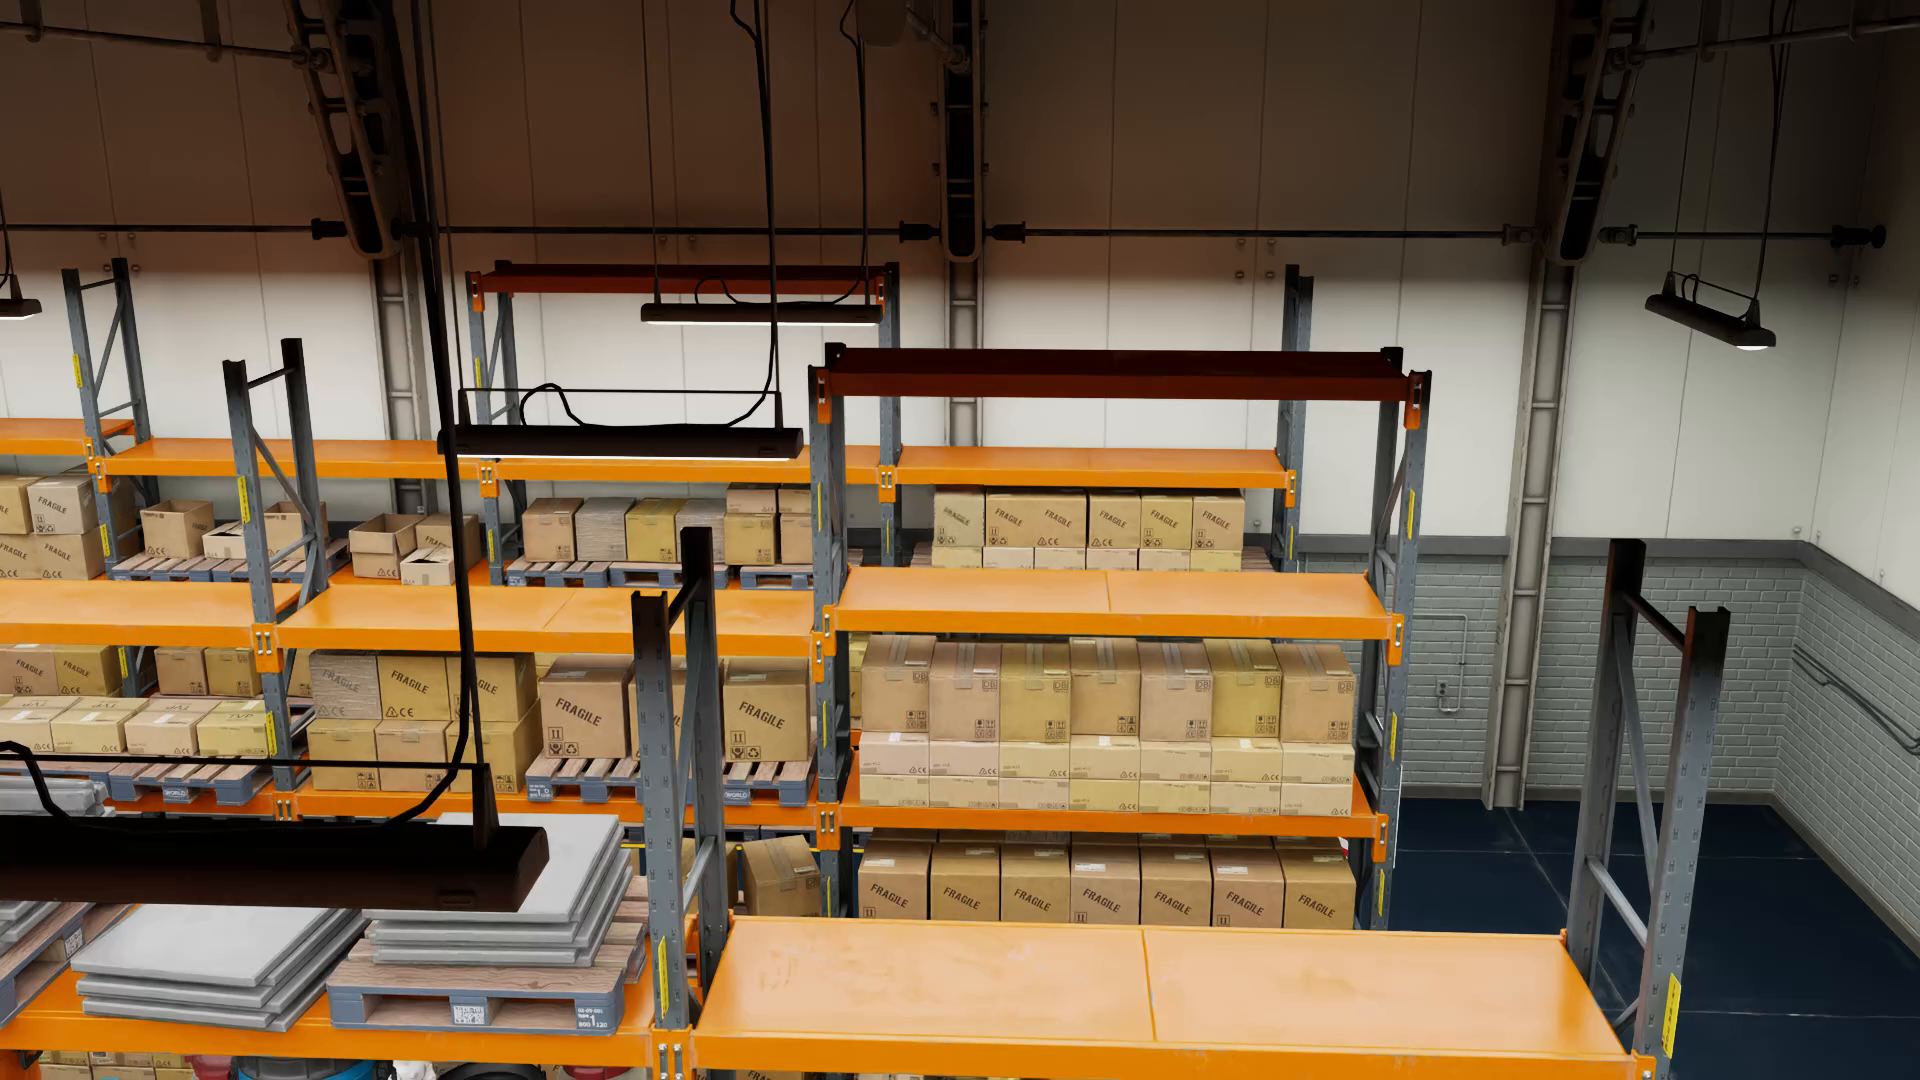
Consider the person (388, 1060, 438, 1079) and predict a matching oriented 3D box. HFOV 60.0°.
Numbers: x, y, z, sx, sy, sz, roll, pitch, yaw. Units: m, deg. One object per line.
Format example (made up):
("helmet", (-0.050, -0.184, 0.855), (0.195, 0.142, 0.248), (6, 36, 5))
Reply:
("person", (-3.923, 4.090, 11.540), (0.940, 1.611, 0.501), (4, 17, 14))
